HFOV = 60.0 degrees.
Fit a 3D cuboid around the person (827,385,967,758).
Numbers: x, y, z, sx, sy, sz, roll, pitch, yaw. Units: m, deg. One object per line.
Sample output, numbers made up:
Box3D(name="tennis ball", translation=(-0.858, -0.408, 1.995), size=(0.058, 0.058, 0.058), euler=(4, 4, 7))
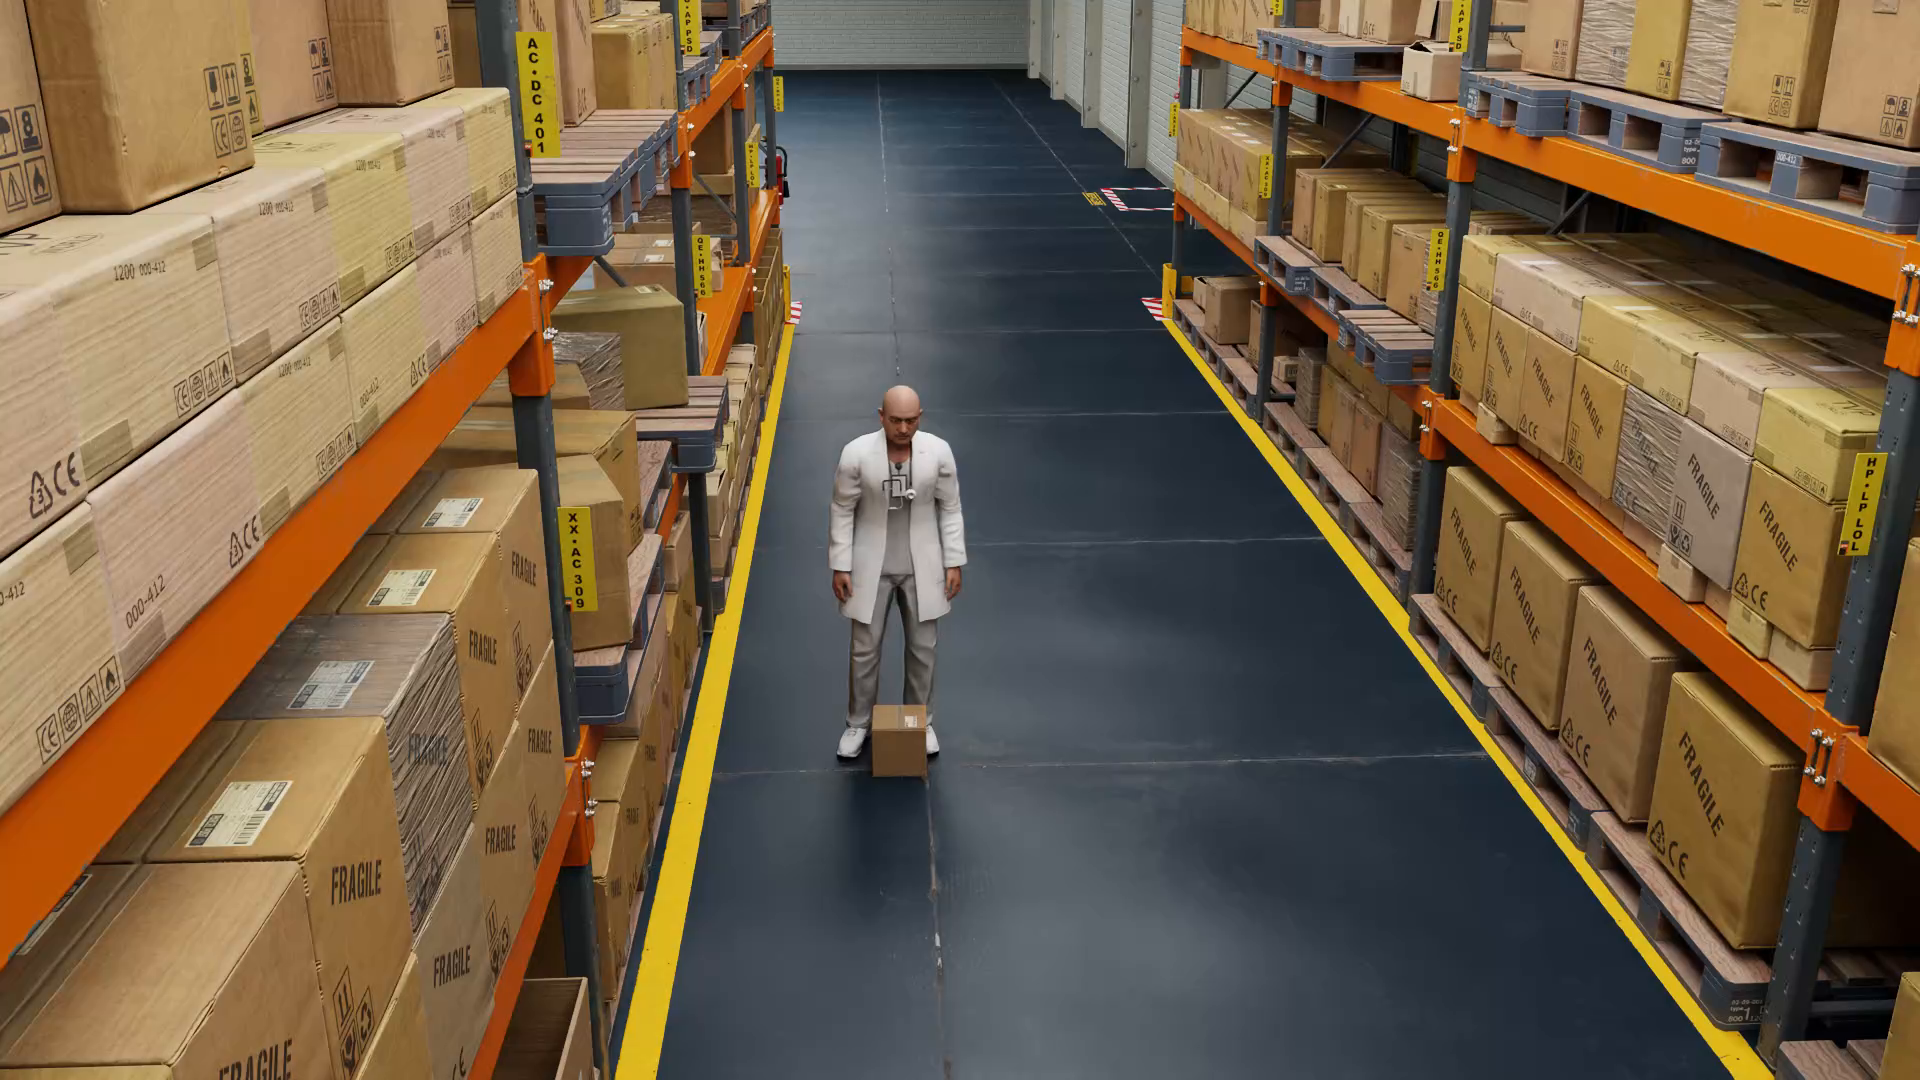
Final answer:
Box3D(name="person", translation=(-0.289, 0.136, 7.726), size=(0.652, 1.773, 0.425), euler=(-2, 20, -6))
